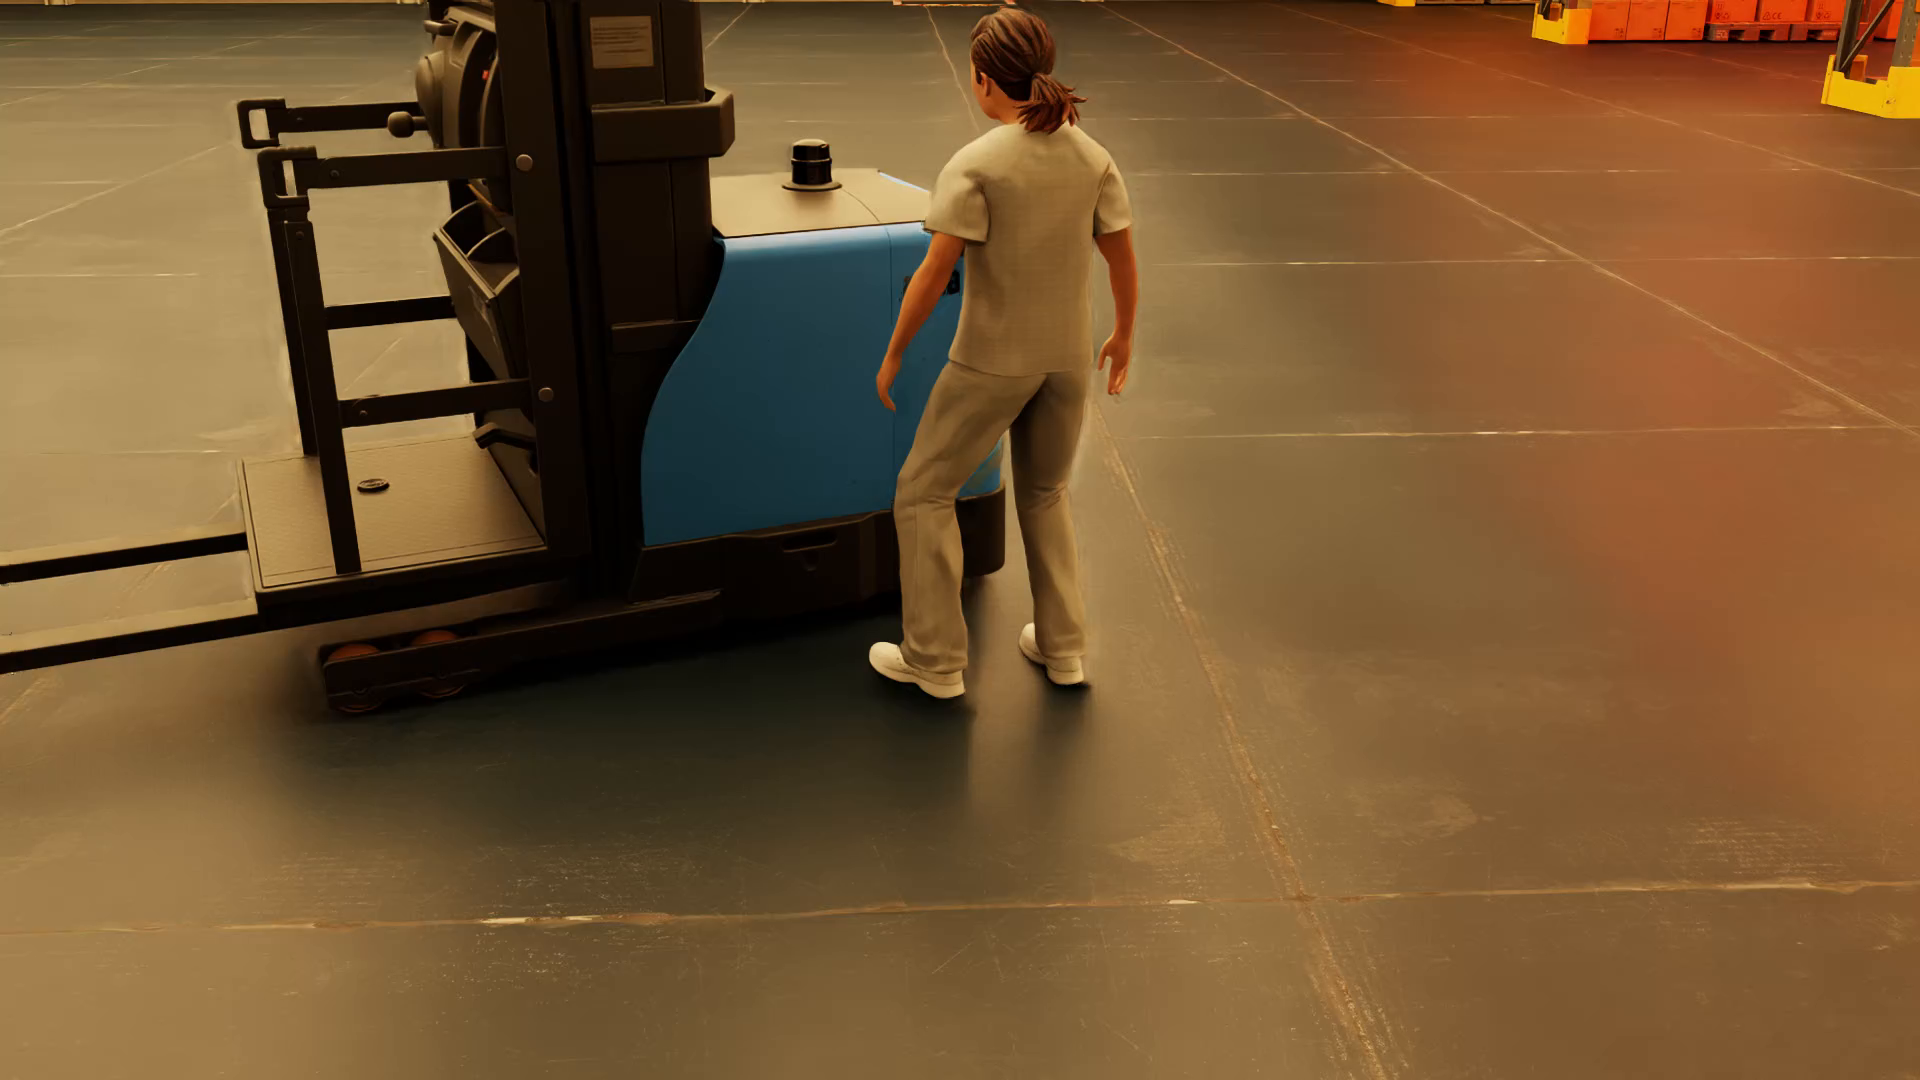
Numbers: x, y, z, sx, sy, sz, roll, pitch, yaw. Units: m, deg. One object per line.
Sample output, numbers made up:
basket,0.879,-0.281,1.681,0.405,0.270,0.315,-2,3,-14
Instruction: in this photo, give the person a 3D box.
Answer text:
person,0.125,-0.432,4.032,0.684,1.640,0.383,-11,24,-26

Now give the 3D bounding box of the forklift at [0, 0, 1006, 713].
forklift,-1.432,-1.159,4.113,3.031,2.935,1.130,-9,23,-23
